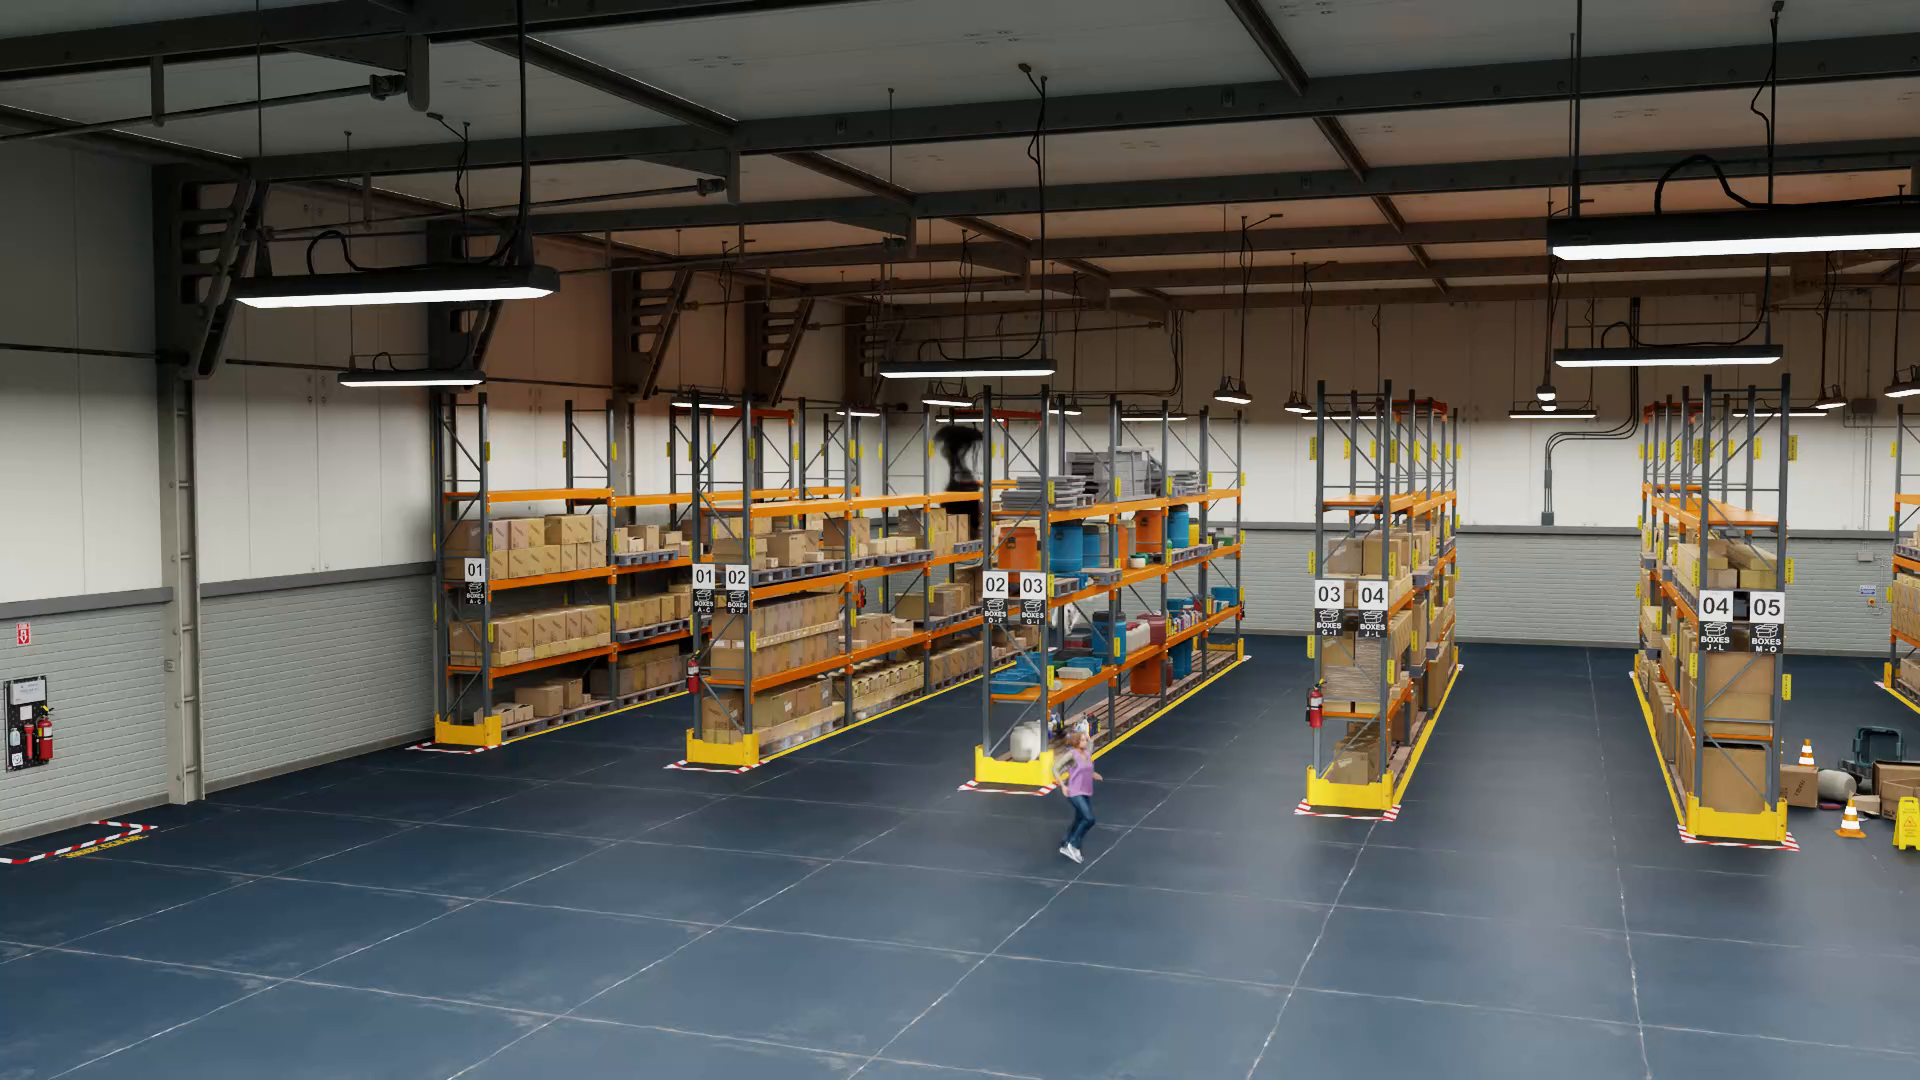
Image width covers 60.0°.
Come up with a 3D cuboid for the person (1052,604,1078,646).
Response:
[{"bbox_3d":[2.464,2.108,39.113,0.629,1.674,0.677,1,3,11],"label":"person"}]

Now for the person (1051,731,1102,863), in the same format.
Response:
[{"bbox_3d":[1.457,3.121,20.237,0.663,1.593,0.507,2,4,39],"label":"person"}]
